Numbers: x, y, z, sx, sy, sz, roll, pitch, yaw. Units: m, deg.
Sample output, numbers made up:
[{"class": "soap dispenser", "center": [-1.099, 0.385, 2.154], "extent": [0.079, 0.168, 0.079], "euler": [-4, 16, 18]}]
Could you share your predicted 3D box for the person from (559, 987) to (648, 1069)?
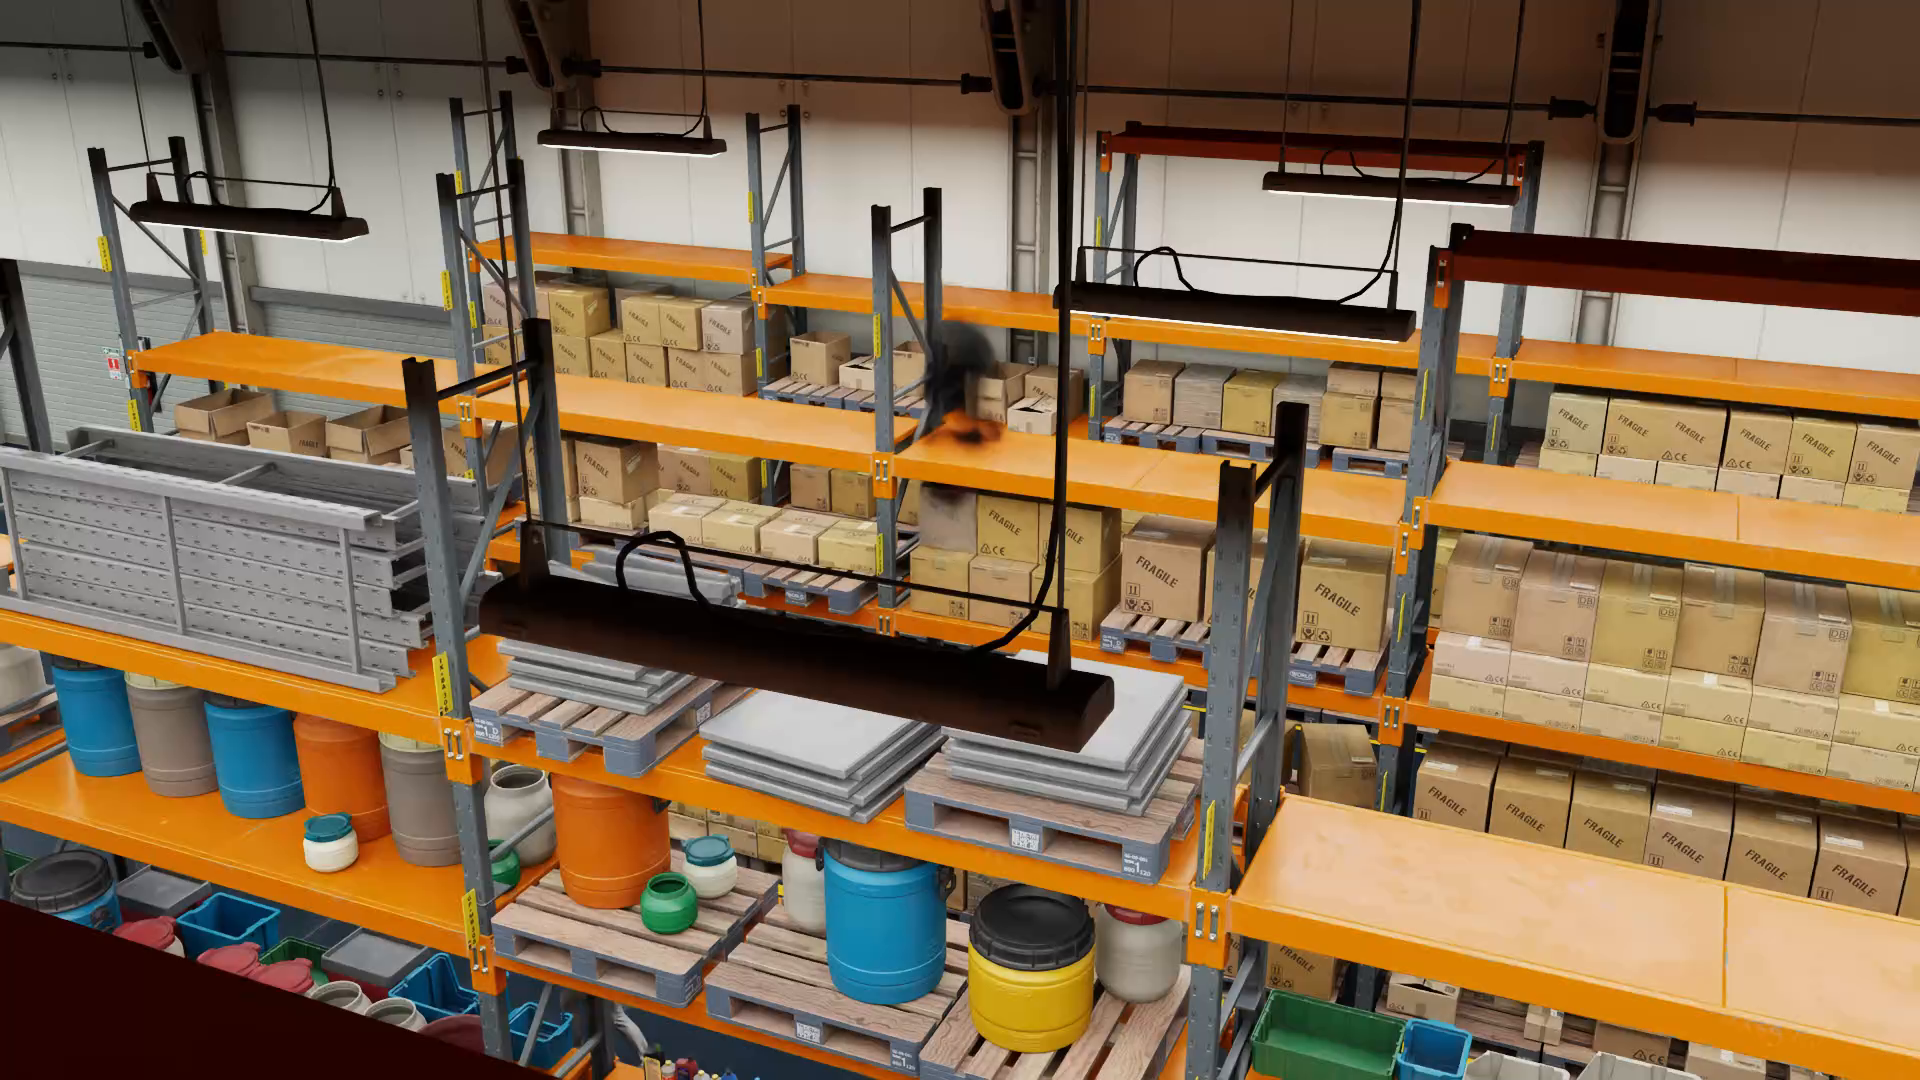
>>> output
[{"class": "person", "center": [-2.598, 3.205, 11.972], "extent": [0.967, 1.626, 0.658], "euler": [11, 23, 28]}]
